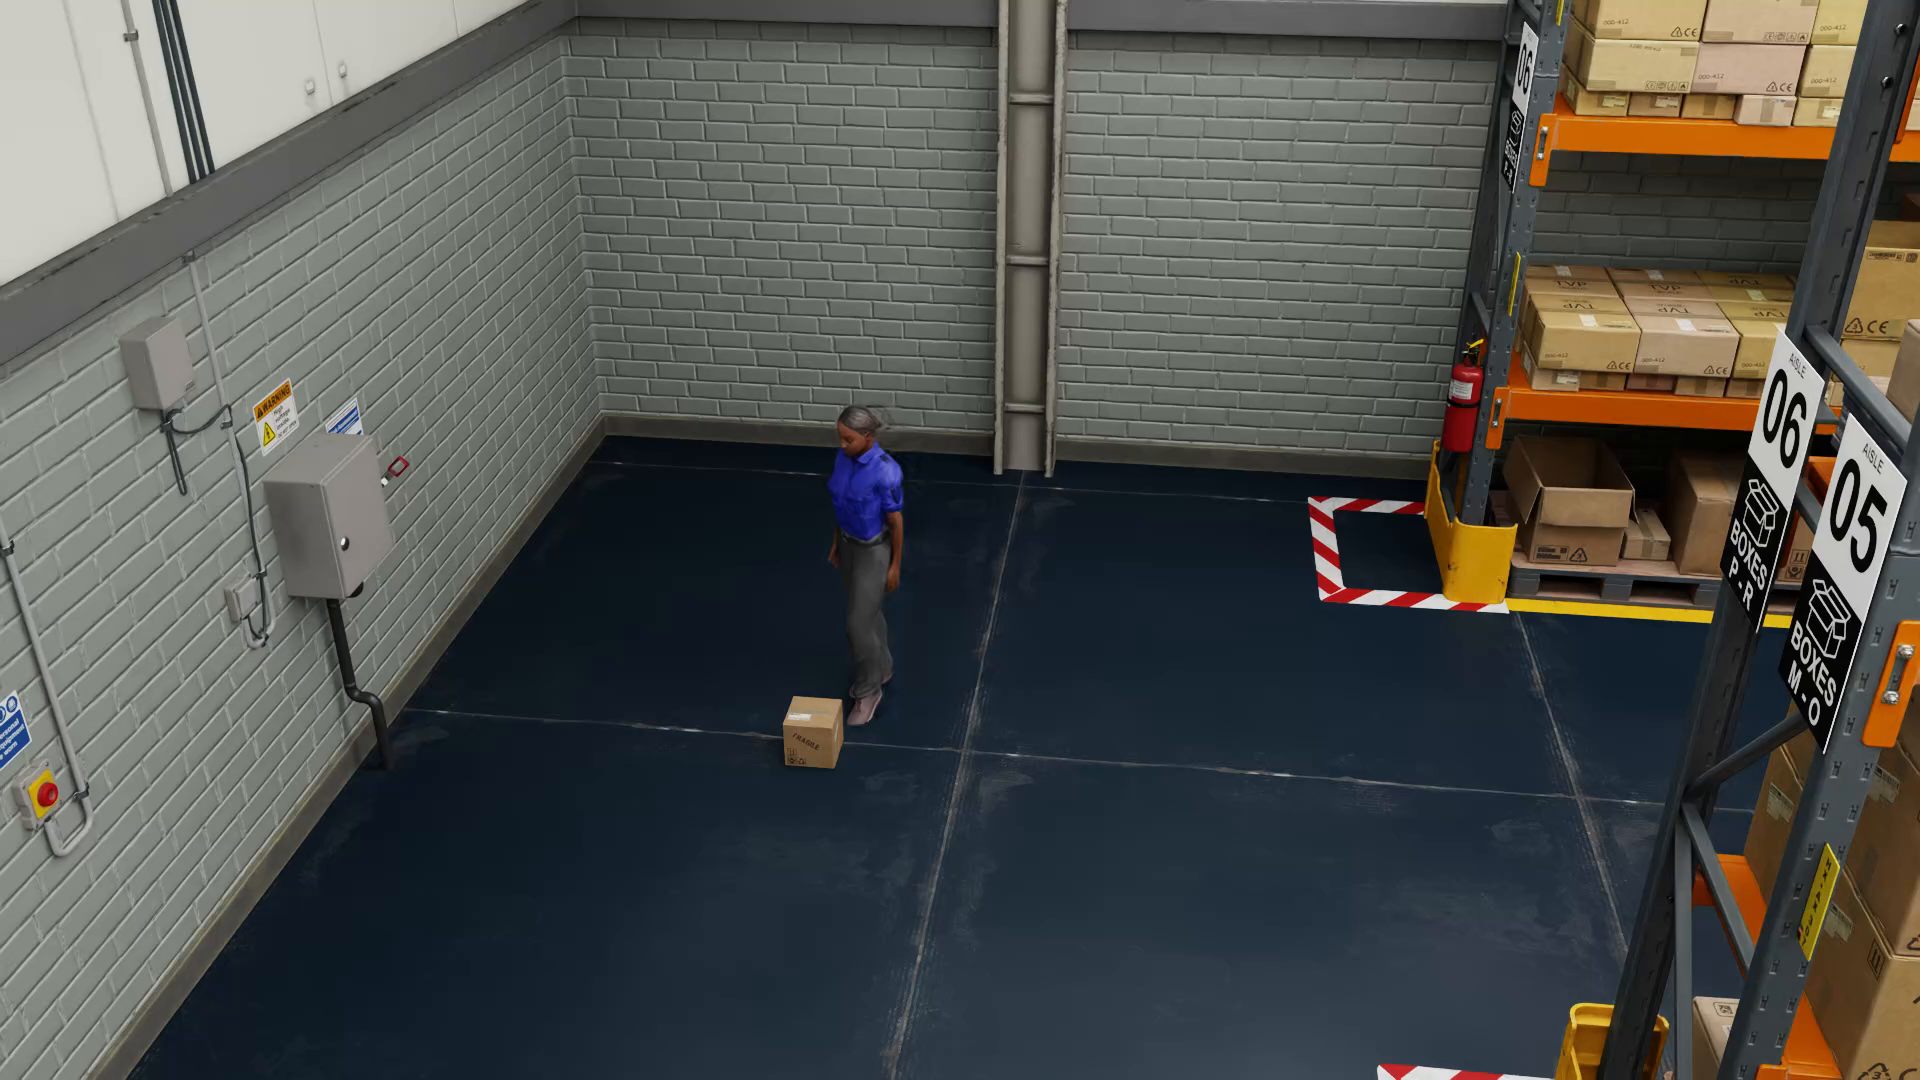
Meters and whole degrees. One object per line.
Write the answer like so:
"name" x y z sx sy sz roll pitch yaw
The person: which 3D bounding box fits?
"person" -0.529 0.113 8.456 0.436 1.711 0.469 -21 35 -33
